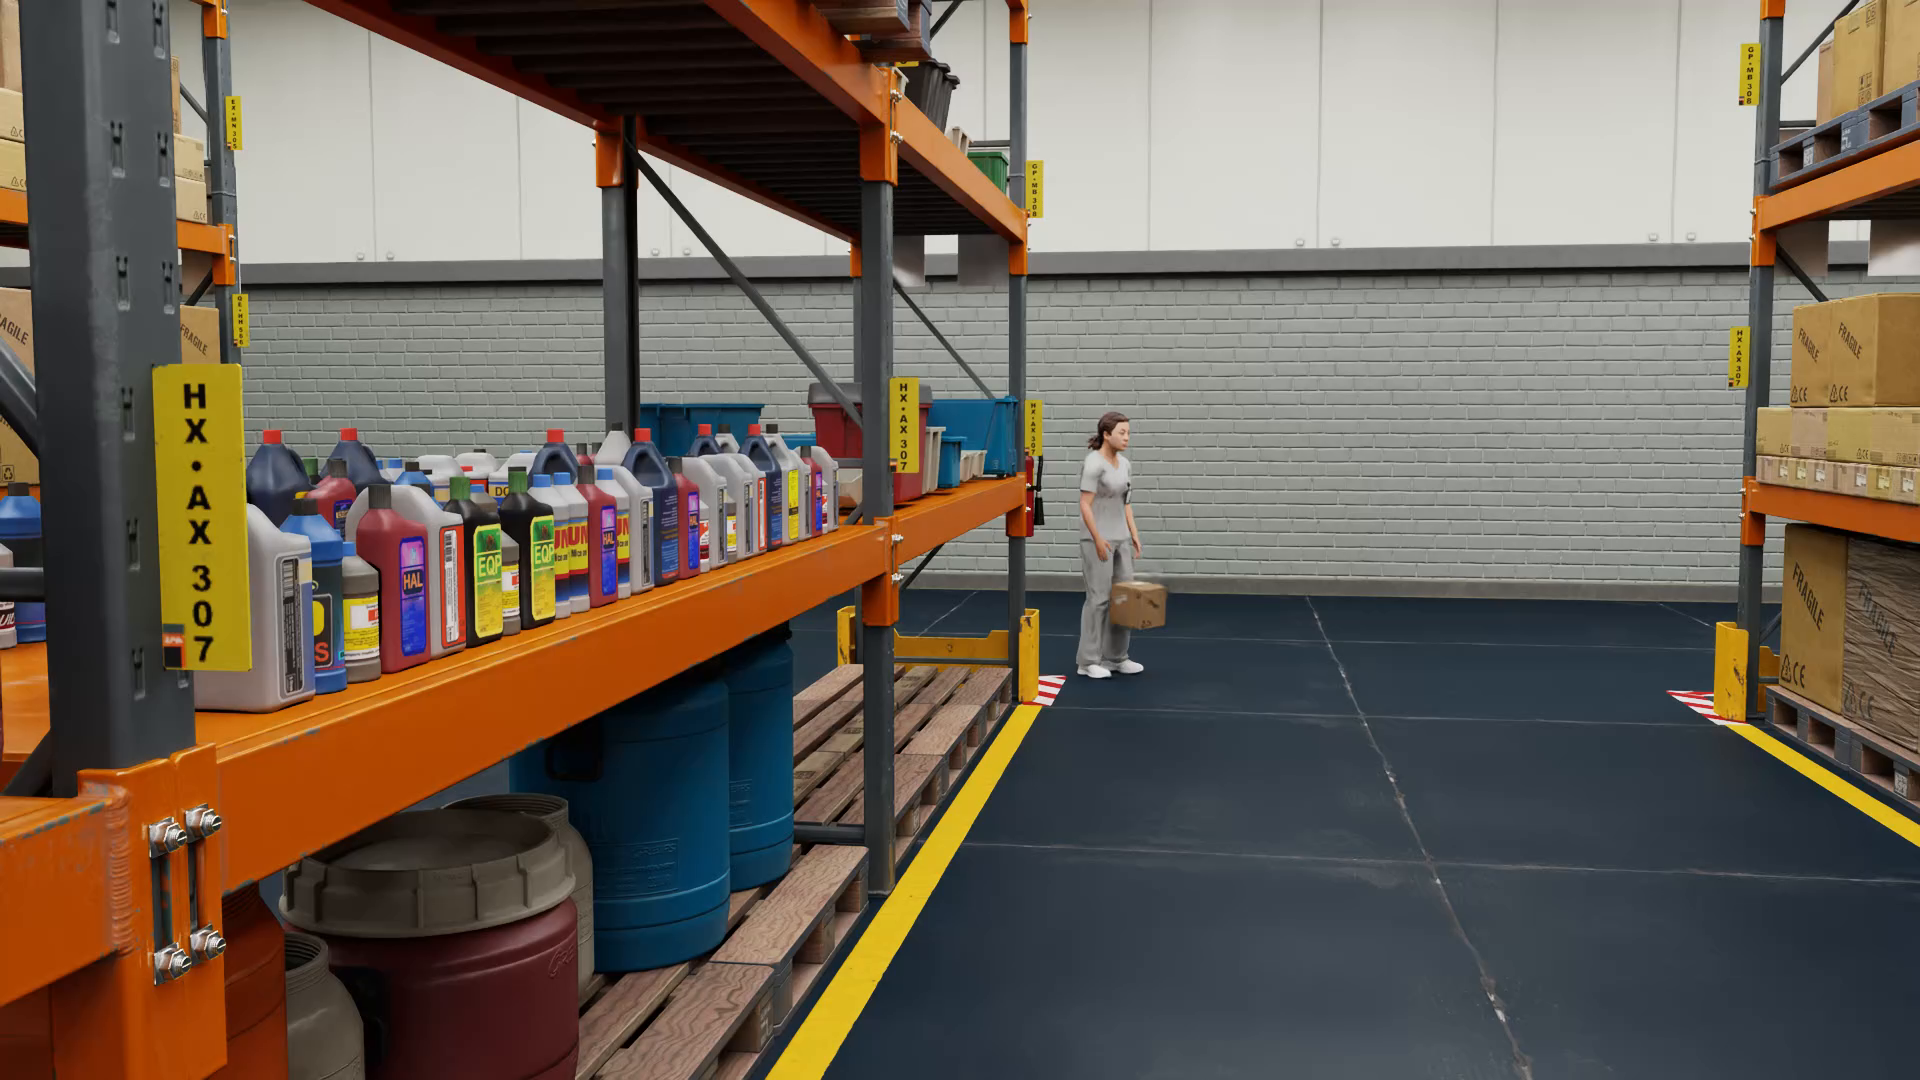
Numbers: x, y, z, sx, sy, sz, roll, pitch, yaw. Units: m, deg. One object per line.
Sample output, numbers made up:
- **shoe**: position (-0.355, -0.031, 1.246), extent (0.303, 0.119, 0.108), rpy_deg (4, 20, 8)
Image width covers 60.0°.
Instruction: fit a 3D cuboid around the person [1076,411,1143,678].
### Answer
- **person**: position (0.948, 0.021, 10.584), extent (0.363, 1.675, 0.476), rpy_deg (4, 6, 44)
